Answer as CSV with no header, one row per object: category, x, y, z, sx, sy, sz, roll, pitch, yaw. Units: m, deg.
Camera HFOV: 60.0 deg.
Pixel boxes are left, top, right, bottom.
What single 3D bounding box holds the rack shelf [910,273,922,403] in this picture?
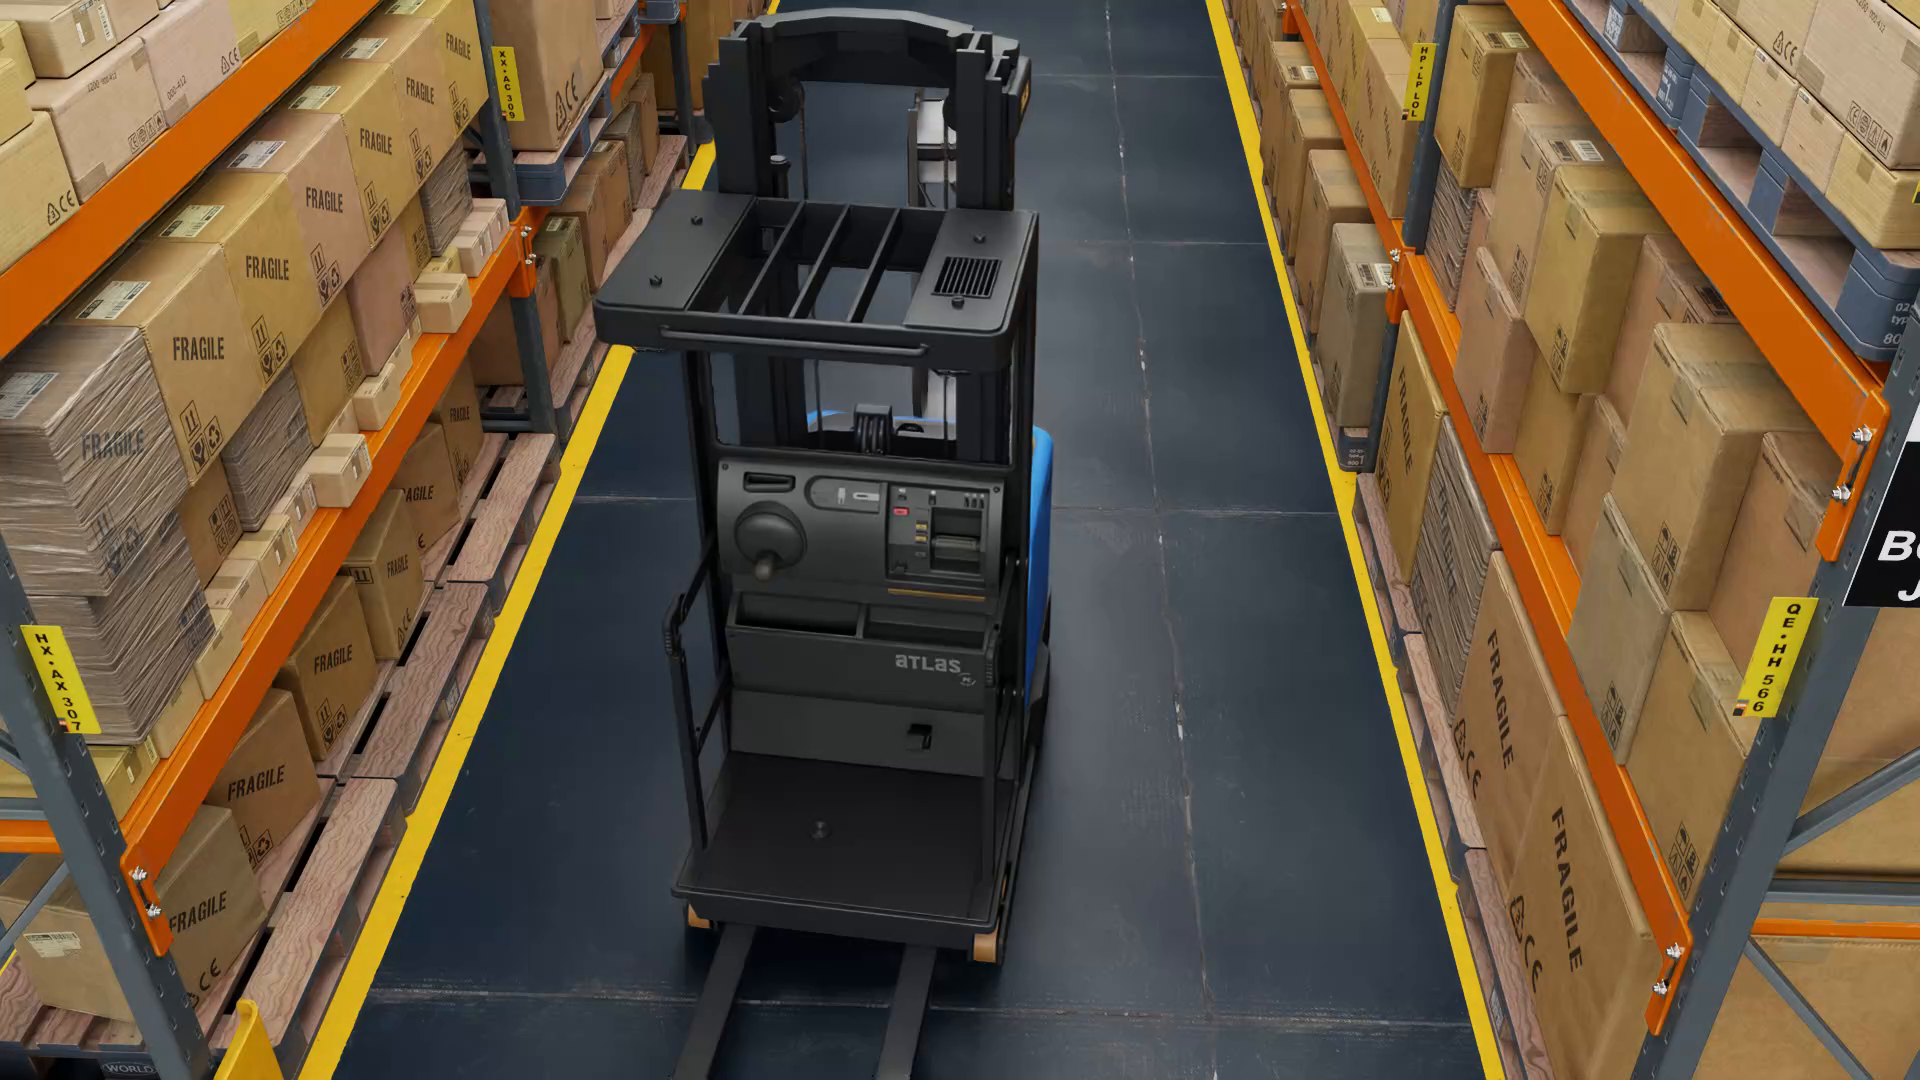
rack shelf,0.007,-0.943,7.289,0.431,0.518,0.480,1,35,2

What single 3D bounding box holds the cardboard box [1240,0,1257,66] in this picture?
cardboard box,2.407,-3.886,12.480,0.500,0.500,0.500,0,35,0

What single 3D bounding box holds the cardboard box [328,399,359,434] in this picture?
cardboard box,-2.377,-0.389,5.913,0.380,0.149,0.250,1,35,2

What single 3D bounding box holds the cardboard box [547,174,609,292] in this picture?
cardboard box,-2.394,-1.730,9.394,0.730,0.500,0.544,1,35,1

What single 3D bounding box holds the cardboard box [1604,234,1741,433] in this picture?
cardboard box,2.432,-0.506,4.792,0.875,0.550,0.550,1,35,2

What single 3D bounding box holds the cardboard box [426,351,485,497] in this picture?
cardboard box,-2.557,-0.545,7.726,0.500,0.500,0.500,0,35,0

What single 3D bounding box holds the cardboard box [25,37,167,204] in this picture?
cardboard box,-2.369,-1.060,4.171,0.500,0.250,0.500,1,35,1

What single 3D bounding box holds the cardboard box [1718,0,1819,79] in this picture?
cardboard box,2.052,-1.230,3.702,0.500,0.250,0.500,1,35,2

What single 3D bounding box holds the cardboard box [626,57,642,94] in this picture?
cardboard box,-2.337,-3.002,10.551,0.500,0.250,0.500,3,35,4

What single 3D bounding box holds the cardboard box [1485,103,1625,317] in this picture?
cardboard box,2.337,-1.119,5.663,0.875,0.550,0.550,1,35,2

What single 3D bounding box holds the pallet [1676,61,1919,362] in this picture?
pallet,2.310,-0.772,3.708,1.003,0.211,1.213,1,35,2

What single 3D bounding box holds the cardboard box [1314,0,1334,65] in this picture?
cardboard box,2.286,-2.958,9.263,0.500,0.500,0.500,1,35,2

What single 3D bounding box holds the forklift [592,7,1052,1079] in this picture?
forklift,-0.358,0.023,5.168,1.121,2.935,3.031,5,35,7

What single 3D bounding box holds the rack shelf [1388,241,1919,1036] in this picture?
rack shelf,2.371,-0.009,5.780,1.077,0.370,4.000,1,35,2

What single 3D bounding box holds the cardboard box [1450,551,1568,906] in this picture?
cardboard box,2.285,0.646,5.704,0.875,0.875,0.875,1,35,1

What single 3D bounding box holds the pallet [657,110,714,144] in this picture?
pallet,-2.233,-3.234,12.167,1.003,0.211,1.213,1,35,2

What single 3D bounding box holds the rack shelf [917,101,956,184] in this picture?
rack shelf,0.007,-1.628,6.808,0.368,0.174,0.457,1,35,2

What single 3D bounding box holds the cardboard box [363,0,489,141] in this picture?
cardboard box,-2.244,-1.932,6.675,0.500,0.500,0.500,1,35,2

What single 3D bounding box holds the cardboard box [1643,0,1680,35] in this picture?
cardboard box,2.017,-1.420,4.320,0.380,0.149,0.250,2,35,2

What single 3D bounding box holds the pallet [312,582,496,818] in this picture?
pallet,-2.538,0.605,6.705,1.003,0.211,1.213,1,35,2

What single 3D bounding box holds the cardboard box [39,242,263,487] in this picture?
cardboard box,-2.340,-0.495,4.631,0.500,0.500,0.500,1,35,2

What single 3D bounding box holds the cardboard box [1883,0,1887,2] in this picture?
cardboard box,1.977,-1.162,3.260,0.380,0.149,0.250,1,35,2

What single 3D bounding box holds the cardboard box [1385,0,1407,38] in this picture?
cardboard box,2.505,-2.774,8.131,0.700,0.500,0.500,2,35,2

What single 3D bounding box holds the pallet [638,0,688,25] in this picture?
pallet,-2.262,-3.433,10.193,1.213,0.211,1.003,1,35,2

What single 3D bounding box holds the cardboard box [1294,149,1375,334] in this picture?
cardboard box,2.429,-1.617,9.033,1.050,0.750,0.750,1,35,2

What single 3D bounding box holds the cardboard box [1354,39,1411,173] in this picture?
cardboard box,2.226,-2.090,8.028,0.500,0.500,0.500,1,35,1

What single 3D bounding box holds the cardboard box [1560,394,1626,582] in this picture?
cardboard box,2.409,-0.065,5.104,0.875,0.550,0.550,1,35,2

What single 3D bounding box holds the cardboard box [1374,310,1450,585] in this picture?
cardboard box,2.356,-0.395,7.186,0.875,0.875,0.875,2,35,3

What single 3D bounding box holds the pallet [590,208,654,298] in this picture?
pallet,-2.425,-1.634,9.892,1.003,0.211,1.213,1,35,2

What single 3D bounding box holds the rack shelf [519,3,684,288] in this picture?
rack shelf,-2.420,-2.480,9.295,1.077,0.370,4.000,1,35,2

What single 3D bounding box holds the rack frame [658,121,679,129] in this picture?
rack frame,-2.337,-3.923,10.723,0.949,2.616,0.053,1,35,2

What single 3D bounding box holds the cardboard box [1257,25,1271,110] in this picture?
cardboard box,2.377,-3.284,11.622,0.500,0.500,0.500,1,35,2

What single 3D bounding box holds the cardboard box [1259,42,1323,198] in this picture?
cardboard box,2.498,-2.654,10.509,1.050,0.750,0.750,1,35,1

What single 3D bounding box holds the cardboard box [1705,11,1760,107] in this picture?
cardboard box,1.997,-1.128,3.904,0.380,0.149,0.250,2,35,2

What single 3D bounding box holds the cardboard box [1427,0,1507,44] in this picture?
cardboard box,2.465,-2.188,7.298,0.700,0.500,0.500,1,35,1

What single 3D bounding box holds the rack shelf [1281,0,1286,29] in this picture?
rack shelf,2.692,-4.605,12.320,1.077,0.370,4.000,1,35,2

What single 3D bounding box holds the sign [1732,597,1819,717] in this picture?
sign,1.749,0.255,3.566,0.100,0.325,0.005,1,35,2

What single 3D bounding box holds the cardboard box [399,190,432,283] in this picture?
cardboard box,-2.636,-1.244,6.566,0.875,0.500,0.500,1,35,2

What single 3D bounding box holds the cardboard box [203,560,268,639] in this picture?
cardboard box,-2.368,0.187,5.094,0.380,0.149,0.250,1,35,2

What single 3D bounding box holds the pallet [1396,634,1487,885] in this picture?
pallet,2.296,0.826,6.391,1.003,0.211,1.213,1,35,2

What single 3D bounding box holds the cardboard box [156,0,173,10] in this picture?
cardboard box,-2.333,-1.555,4.529,0.380,0.149,0.250,0,35,0

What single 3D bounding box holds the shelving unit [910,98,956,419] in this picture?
shelving unit,5.825,-2.156,6.256,12.070,5.092,0.667,1,35,2

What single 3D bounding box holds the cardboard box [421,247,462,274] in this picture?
cardboard box,-2.305,-1.106,6.934,0.380,0.149,0.250,1,35,2

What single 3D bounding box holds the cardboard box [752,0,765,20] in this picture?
cardboard box,-2.207,-6.295,15.047,1.225,1.489,5.750,0,35,0

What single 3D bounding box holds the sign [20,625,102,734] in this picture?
sign,-2.119,0.331,3.917,0.100,0.325,0.005,1,35,2

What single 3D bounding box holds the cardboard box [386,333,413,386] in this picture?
cardboard box,-2.315,-0.675,6.320,0.380,0.149,0.250,1,35,2

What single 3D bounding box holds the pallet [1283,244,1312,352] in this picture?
pallet,2.453,-1.459,9.643,1.003,0.211,1.213,1,35,2

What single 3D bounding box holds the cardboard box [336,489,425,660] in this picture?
cardboard box,-2.518,0.142,6.747,0.500,0.500,0.500,-2,35,-2

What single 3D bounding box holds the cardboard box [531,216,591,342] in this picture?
cardboard box,-2.416,-1.408,8.936,0.700,0.500,0.500,1,35,2

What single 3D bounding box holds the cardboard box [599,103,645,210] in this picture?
cardboard box,-2.356,-2.376,10.314,0.700,0.500,0.500,-1,35,-2

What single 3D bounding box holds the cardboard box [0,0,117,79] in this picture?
cardboard box,-2.343,-1.258,4.107,0.380,0.149,0.250,3,35,4

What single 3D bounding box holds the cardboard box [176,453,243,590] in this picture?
cardboard box,-2.711,-0.095,4.931,0.875,0.500,0.500,1,35,2

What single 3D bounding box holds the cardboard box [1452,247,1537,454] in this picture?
cardboard box,2.310,-0.677,5.975,0.875,0.550,0.550,1,35,2

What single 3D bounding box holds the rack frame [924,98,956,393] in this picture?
rack frame,0.018,-1.094,7.481,0.380,1.831,0.006,1,35,2

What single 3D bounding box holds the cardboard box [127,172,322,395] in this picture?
cardboard box,-2.321,-0.783,5.040,0.500,0.500,0.500,1,35,2

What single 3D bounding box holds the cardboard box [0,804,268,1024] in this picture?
cardboard box,-2.619,1.166,5.291,0.500,0.500,0.500,8,36,11
